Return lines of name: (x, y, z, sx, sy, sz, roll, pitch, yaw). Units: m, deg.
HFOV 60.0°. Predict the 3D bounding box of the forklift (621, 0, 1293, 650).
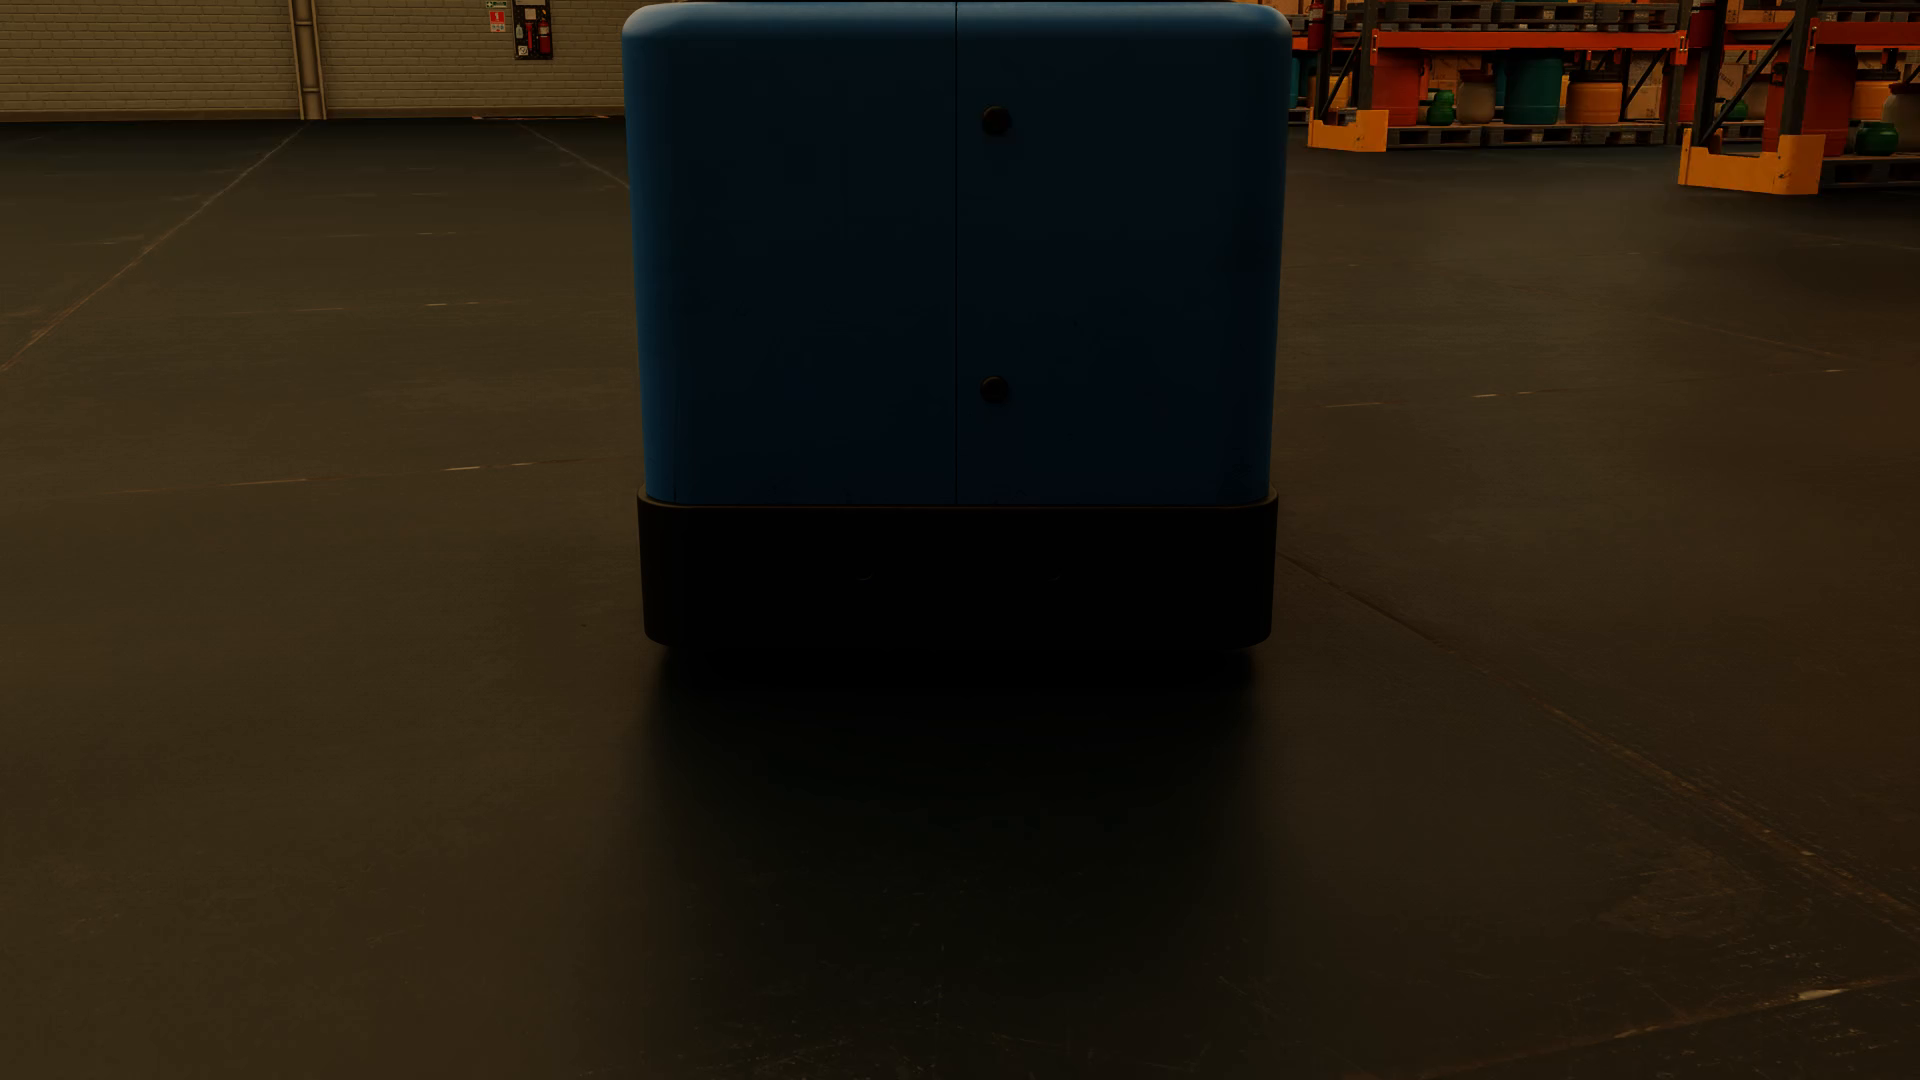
forklift: (0.004, -1.583, 3.759, 1.130, 2.935, 3.031, 0, 16, 0)
